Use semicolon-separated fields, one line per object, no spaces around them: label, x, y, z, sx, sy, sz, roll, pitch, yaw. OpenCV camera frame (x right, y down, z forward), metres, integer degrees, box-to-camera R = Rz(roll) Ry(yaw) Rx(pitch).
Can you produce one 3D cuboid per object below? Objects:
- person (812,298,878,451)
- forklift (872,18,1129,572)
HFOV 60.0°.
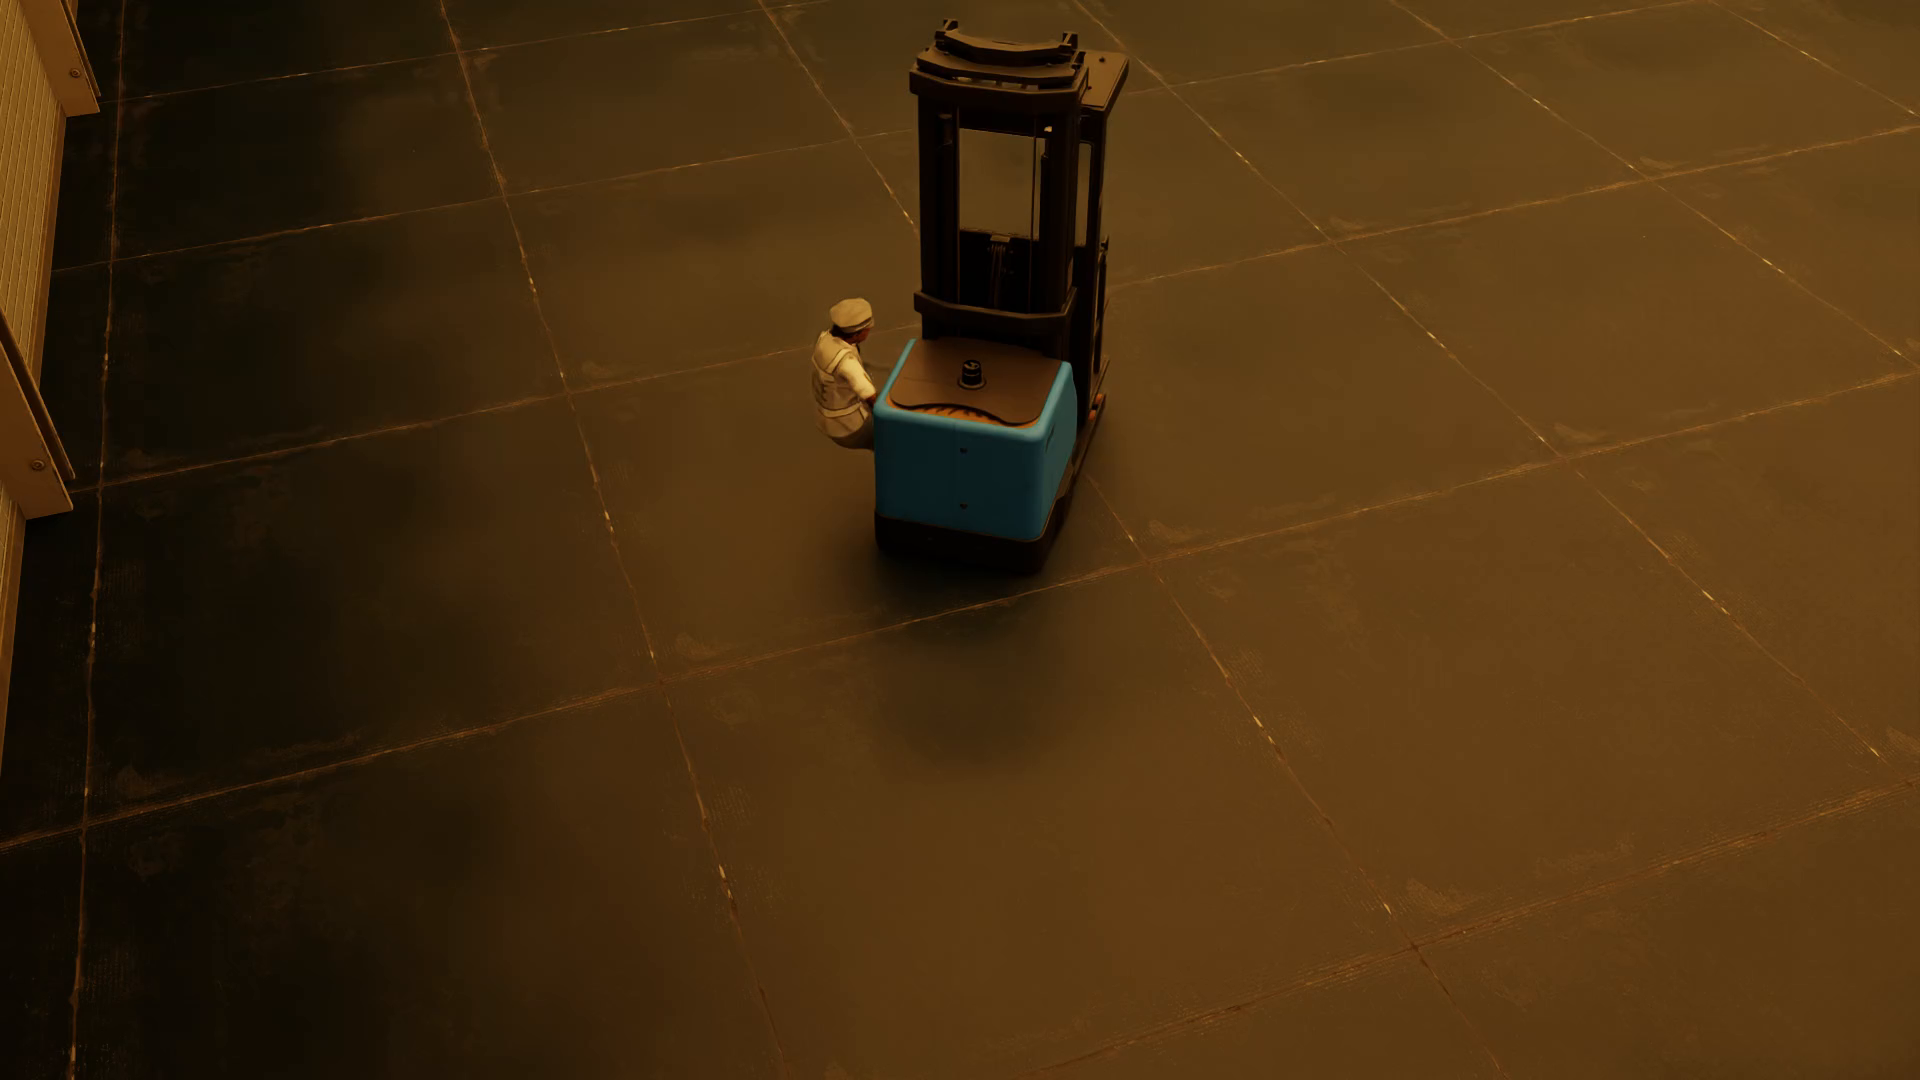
person;-0.472;-0.825;10.209;0.832;1.469;0.720;-17;43;-20
forklift;0.362;-1.886;10.243;1.130;2.935;3.031;10;41;12
